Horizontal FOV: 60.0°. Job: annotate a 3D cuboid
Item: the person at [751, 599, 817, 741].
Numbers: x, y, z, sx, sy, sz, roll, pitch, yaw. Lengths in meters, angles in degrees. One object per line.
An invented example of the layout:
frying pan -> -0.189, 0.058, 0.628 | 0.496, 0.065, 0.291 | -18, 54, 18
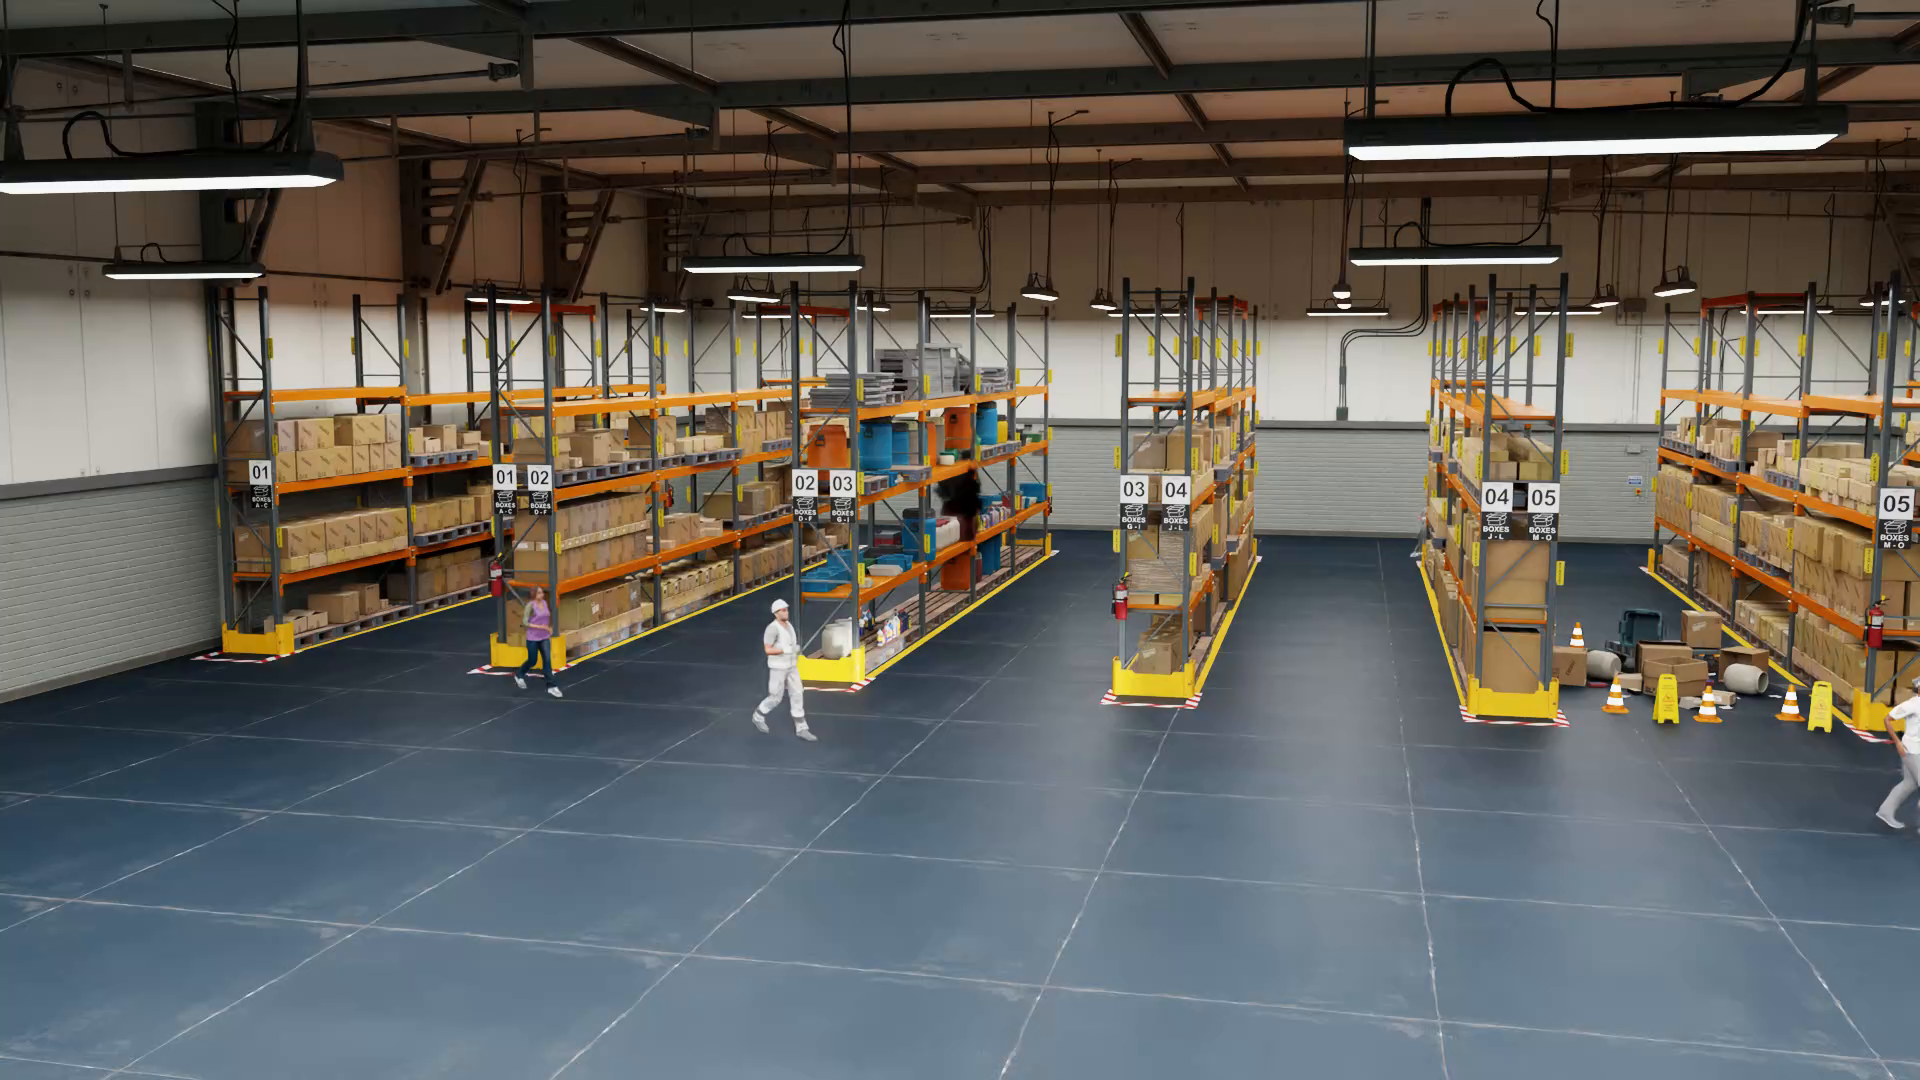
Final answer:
person -> -2.261, 1.647, 21.221 | 0.968, 1.787, 0.647 | 4, 8, 32

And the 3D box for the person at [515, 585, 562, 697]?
person -> -6.099, 1.436, 23.990 | 0.894, 1.596, 0.556 | 5, 8, 35

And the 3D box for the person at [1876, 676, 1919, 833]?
person -> 9.800, 2.210, 17.017 | 0.565, 1.746, 0.744 | -5, 8, -36

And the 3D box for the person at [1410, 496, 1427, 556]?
person -> 11.083, -0.317, 39.721 | 0.727, 1.527, 0.655 | 3, 7, 25
